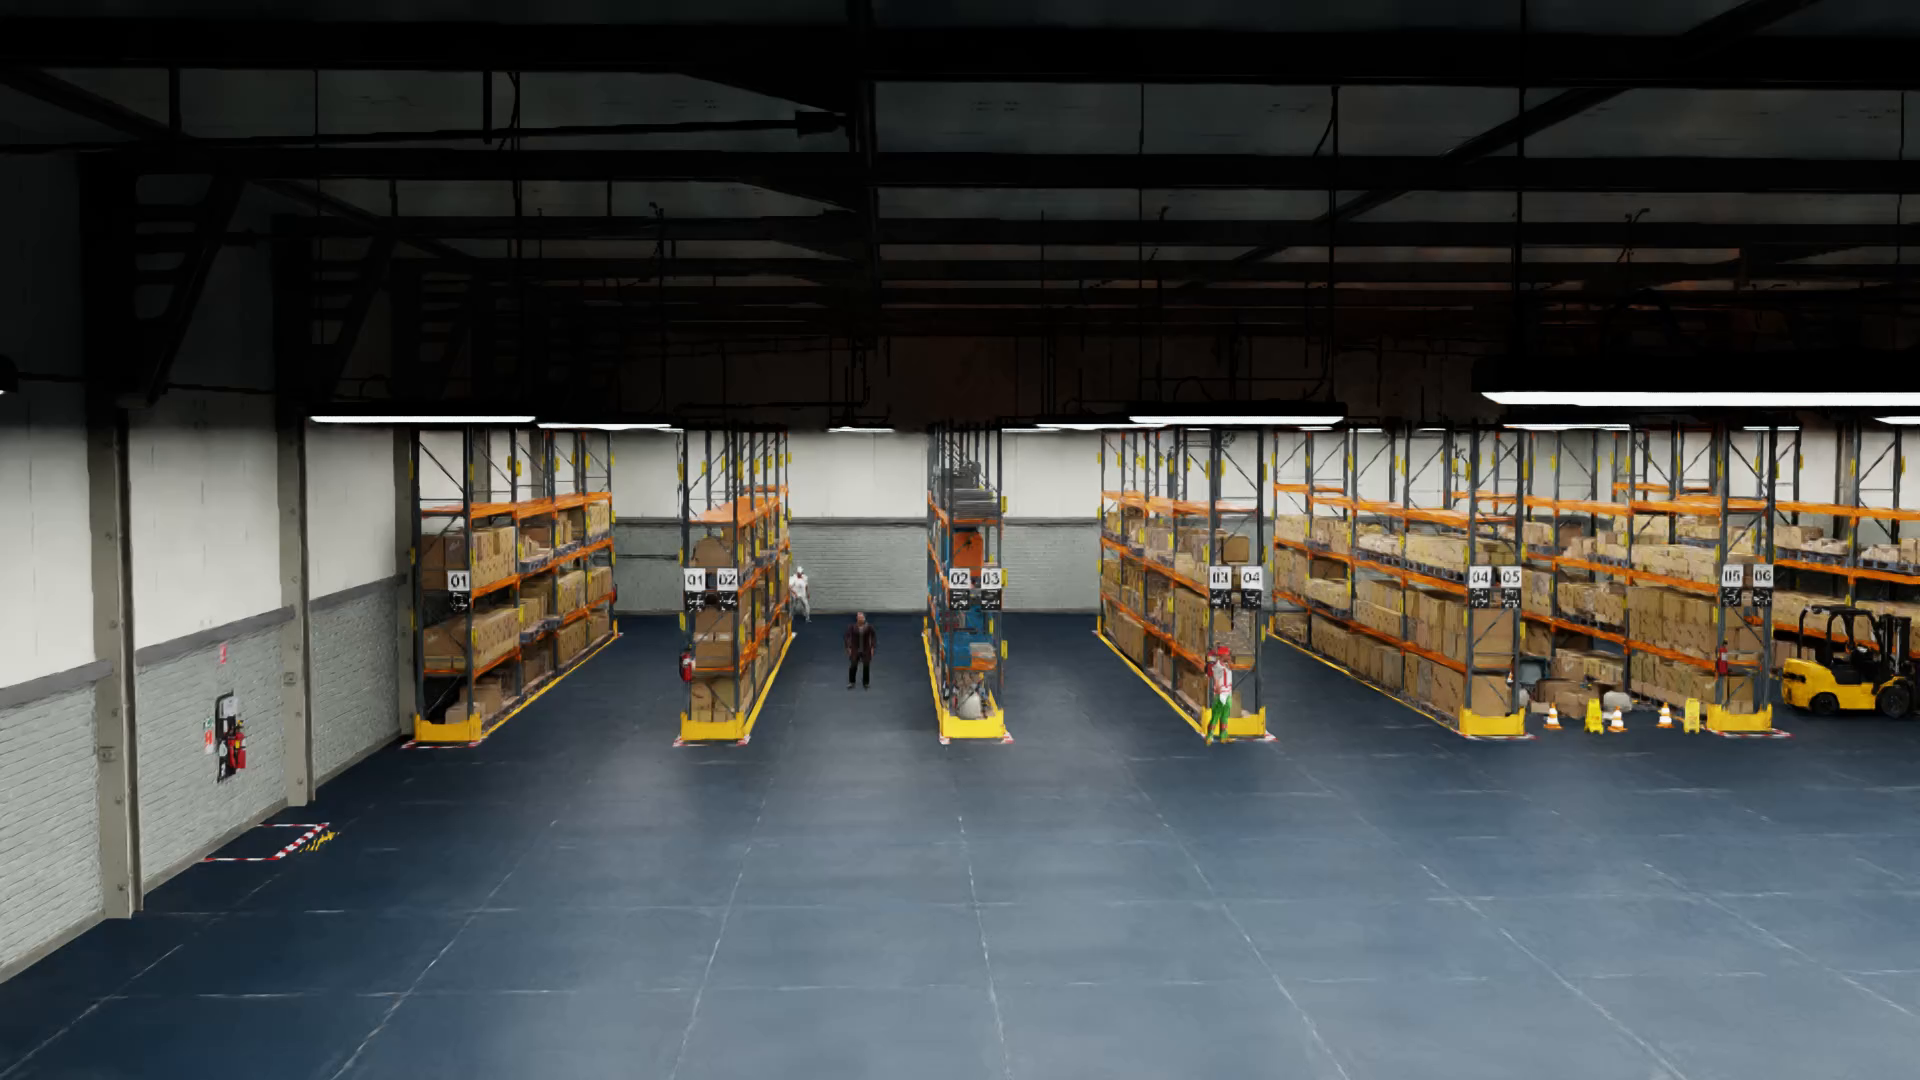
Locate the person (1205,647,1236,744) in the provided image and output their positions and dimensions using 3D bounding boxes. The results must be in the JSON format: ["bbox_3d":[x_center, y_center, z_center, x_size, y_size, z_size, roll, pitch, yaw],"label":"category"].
[{"bbox_3d":[4.800,2.865,30.682,0.449,1.787,0.692,2,4,33],"label":"person"}]

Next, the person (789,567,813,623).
[{"bbox_3d":[-4.881,1.648,50.326,0.708,1.702,0.843,-1,4,-19],"label":"person"}]

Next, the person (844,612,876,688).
[{"bbox_3d":[-2.242,2.469,37.367,0.729,1.733,0.546,0,4,-5],"label":"person"}]
